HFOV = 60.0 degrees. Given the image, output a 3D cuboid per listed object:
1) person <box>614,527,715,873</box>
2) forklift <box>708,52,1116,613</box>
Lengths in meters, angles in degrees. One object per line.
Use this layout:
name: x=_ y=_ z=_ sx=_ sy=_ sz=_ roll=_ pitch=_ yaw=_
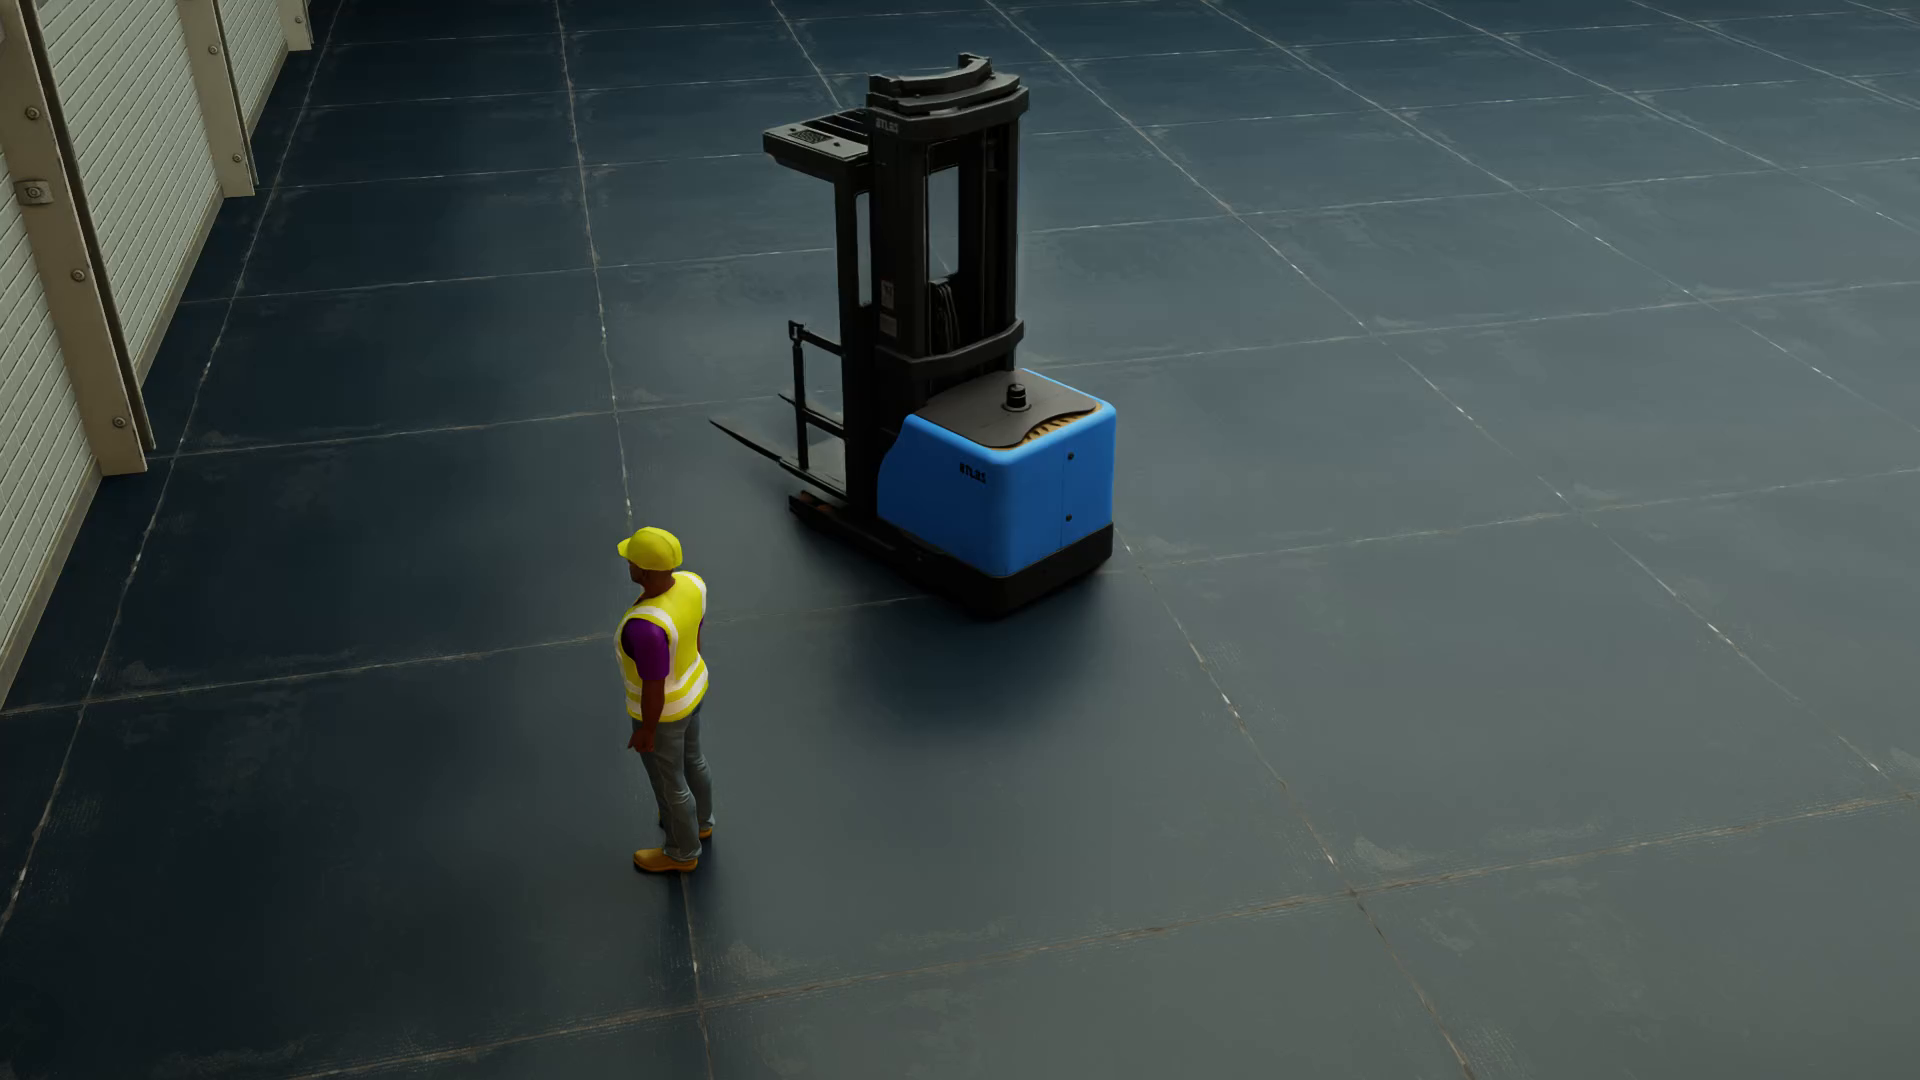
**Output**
person: x=-1.342 y=0.718 z=7.497 sx=0.382 sy=1.771 sz=0.552 roll=7 pitch=31 yaw=13
forklift: x=-0.453 y=-1.489 z=10.147 sx=1.130 sy=2.935 sz=3.031 roll=-26 pitch=39 yaw=-37
